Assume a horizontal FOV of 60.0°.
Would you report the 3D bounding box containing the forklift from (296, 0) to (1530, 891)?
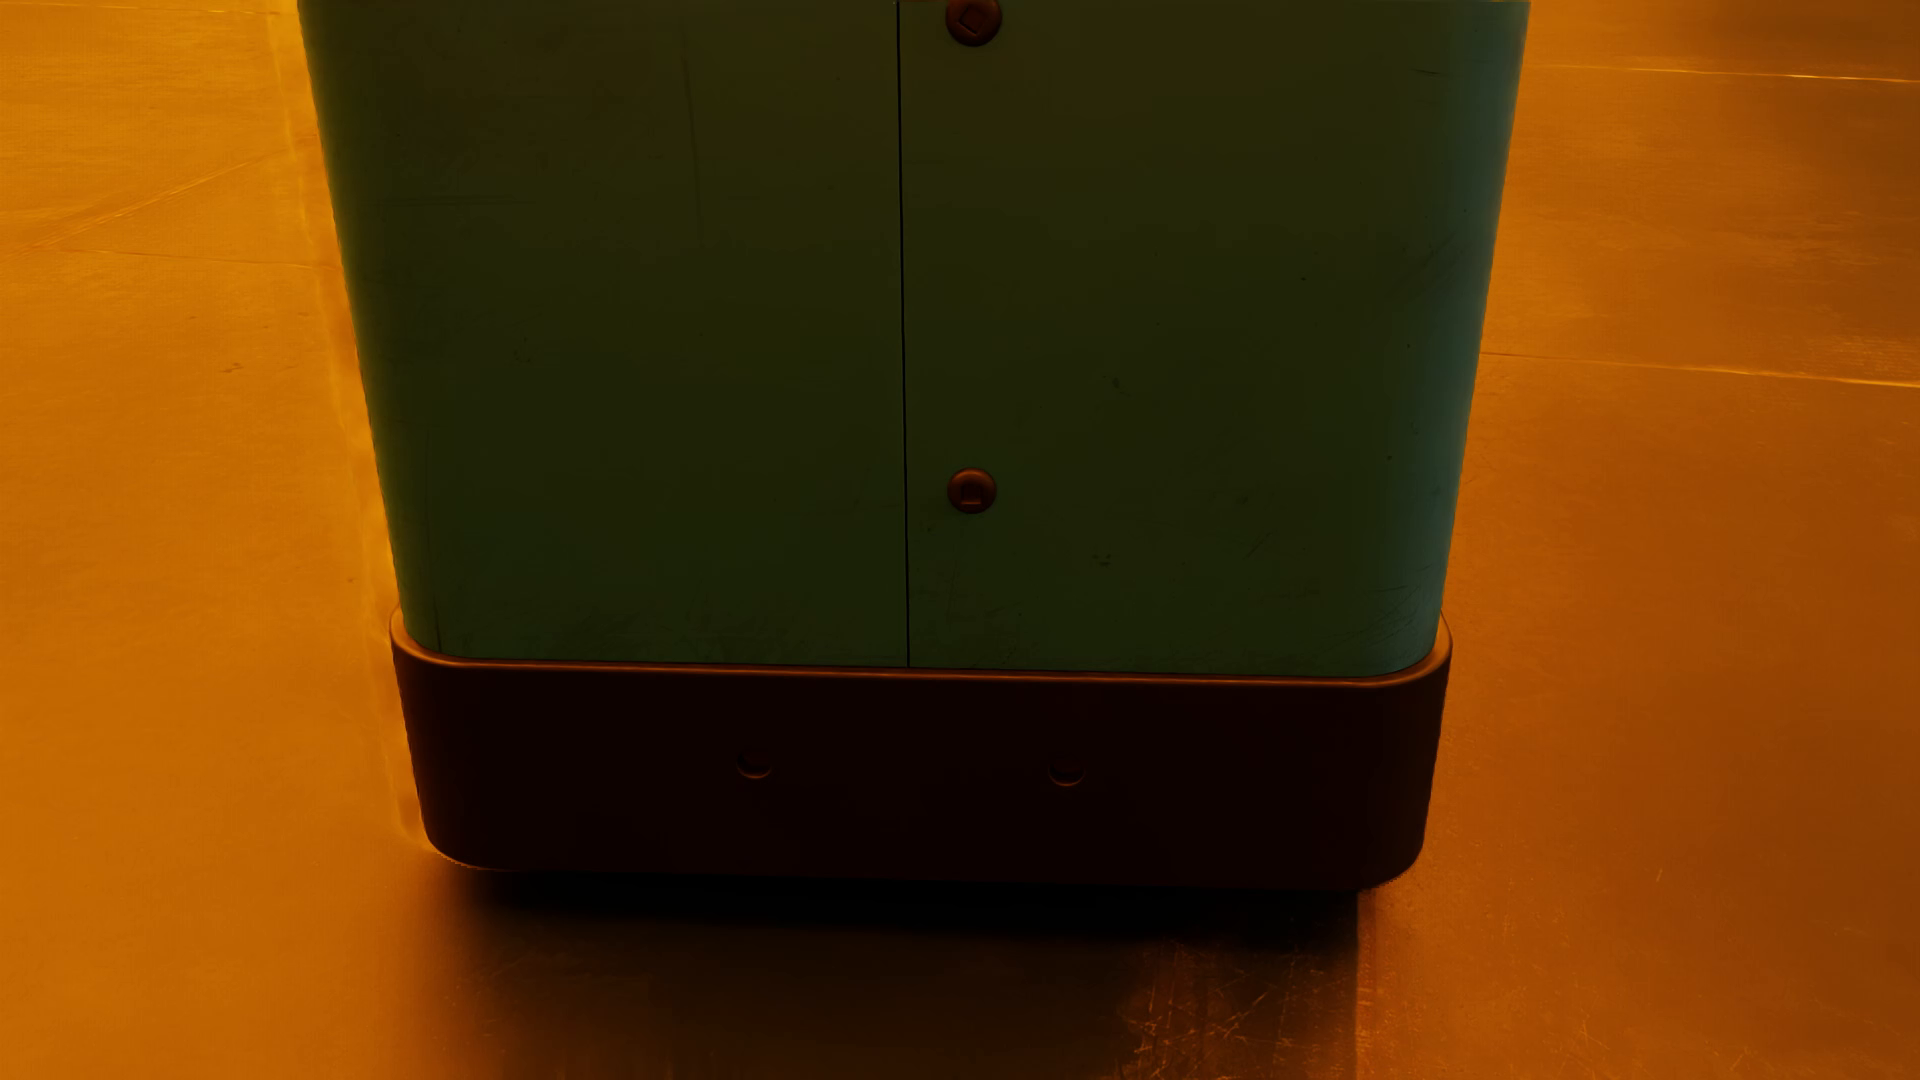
[{"bbox_3d":[0.015,-1.585,2.387,1.130,2.935,3.031,1,27,2],"label":"forklift"}]
